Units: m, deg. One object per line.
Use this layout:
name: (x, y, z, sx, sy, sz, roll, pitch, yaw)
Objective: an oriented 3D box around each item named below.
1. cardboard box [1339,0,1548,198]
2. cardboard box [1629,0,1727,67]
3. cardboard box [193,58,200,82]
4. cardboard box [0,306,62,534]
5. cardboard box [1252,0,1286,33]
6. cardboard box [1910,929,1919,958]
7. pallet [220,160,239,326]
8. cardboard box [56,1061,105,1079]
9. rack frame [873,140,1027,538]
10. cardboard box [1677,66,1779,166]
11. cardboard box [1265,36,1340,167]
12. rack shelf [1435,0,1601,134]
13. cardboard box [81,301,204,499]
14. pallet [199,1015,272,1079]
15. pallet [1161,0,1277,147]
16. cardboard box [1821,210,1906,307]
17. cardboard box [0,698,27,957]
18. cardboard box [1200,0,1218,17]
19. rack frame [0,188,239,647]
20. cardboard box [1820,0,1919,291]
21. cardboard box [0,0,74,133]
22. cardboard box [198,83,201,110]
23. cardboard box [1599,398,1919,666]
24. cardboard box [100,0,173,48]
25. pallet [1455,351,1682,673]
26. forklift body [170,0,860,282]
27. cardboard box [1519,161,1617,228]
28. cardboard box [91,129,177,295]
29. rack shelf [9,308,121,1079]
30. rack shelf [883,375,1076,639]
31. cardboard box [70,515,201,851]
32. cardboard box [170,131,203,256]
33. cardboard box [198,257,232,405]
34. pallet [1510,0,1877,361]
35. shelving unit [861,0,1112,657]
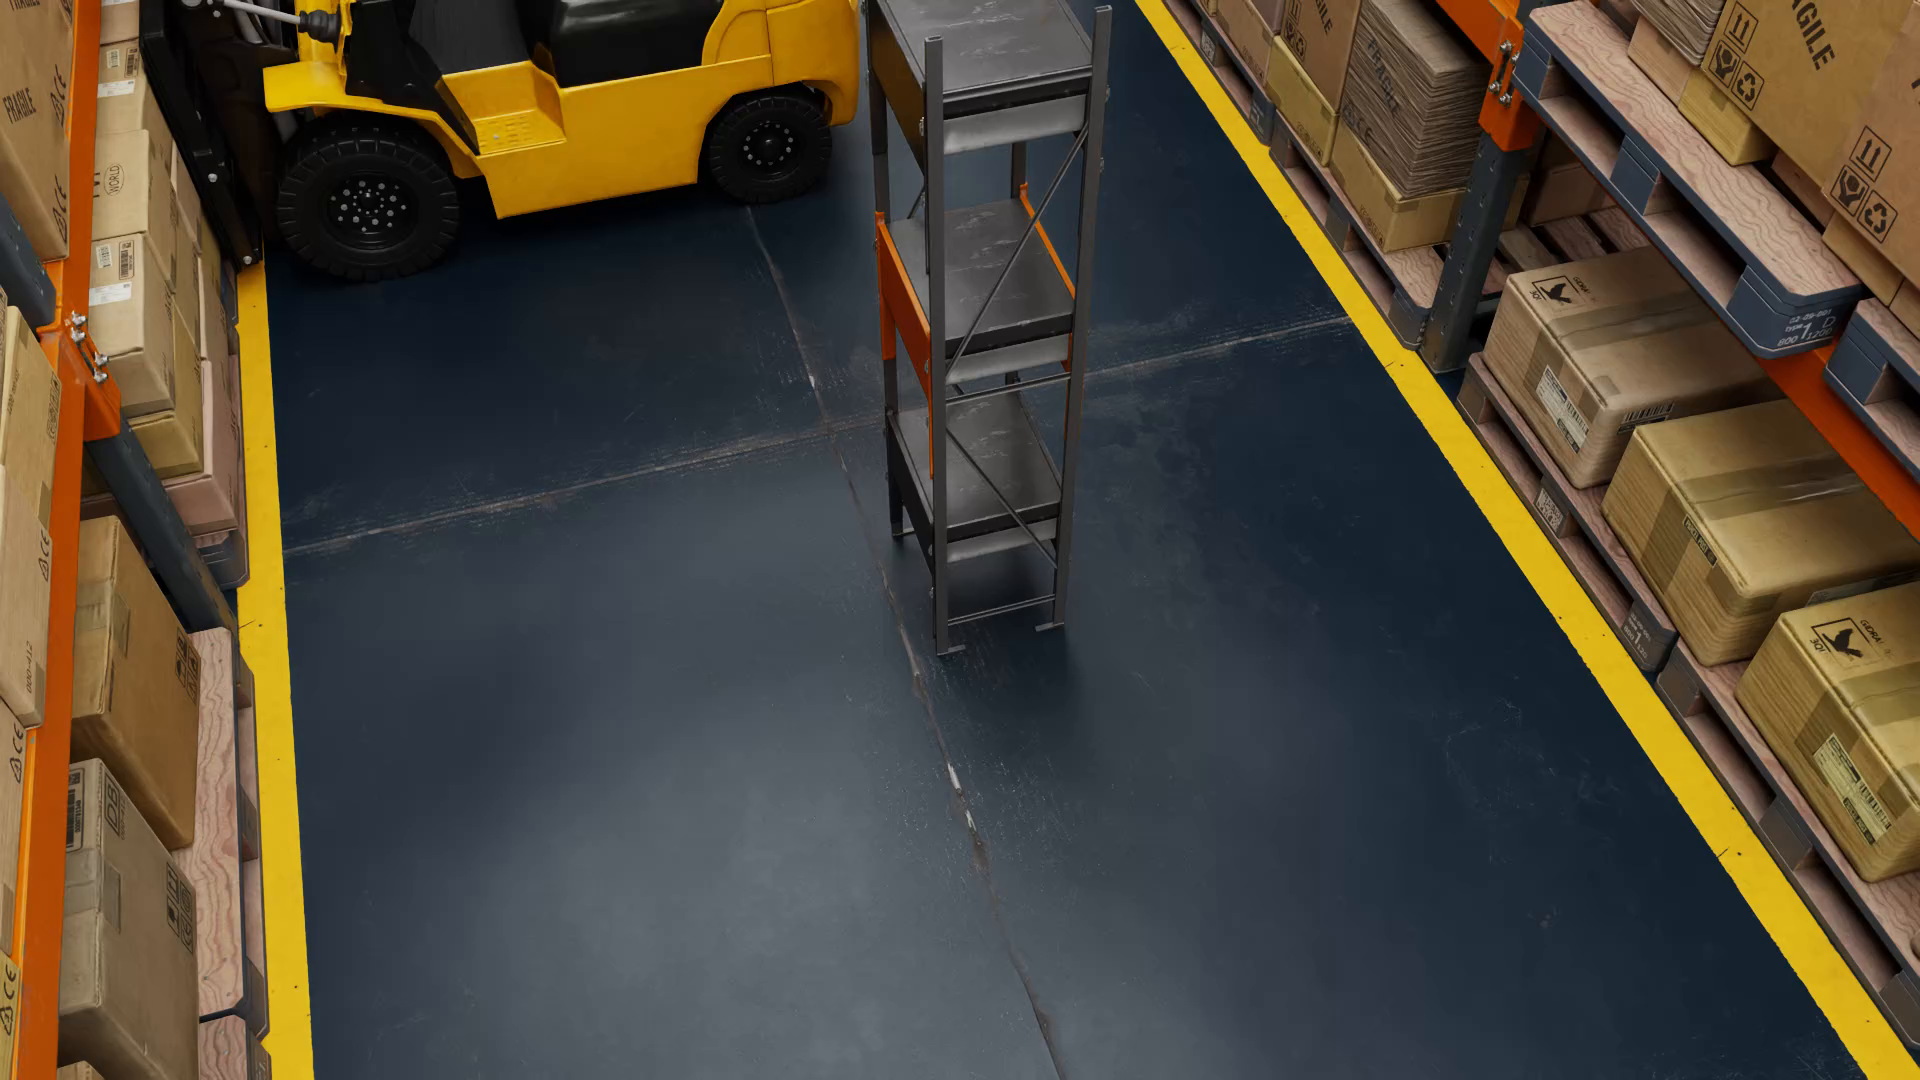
cardboard box: (1.660, -1.550, 5.628, 0.500, 0.500, 0.500, -14, 51, -11)
cardboard box: (1.957, -1.544, 4.055, 0.500, 0.500, 0.500, -12, 51, -10)
cardboard box: (-3.078, -1.868, 6.060, 0.500, 0.250, 0.500, -14, 51, -12)
cardboard box: (-2.250, -0.205, 3.559, 0.500, 0.250, 0.500, -12, 51, -10)
cardboard box: (1.356, -2.293, 6.255, 0.500, 0.500, 0.500, -11, 51, -9)
cardboard box: (2.891, 0.994, 3.894, 0.950, 0.372, 0.625, -14, 51, -12)
pallet: (-3.208, -1.147, 6.078, 1.003, 0.211, 1.213, -13, 51, -11)
cardboard box: (-2.037, 1.563, 3.249, 0.875, 0.625, 0.625, -15, 52, -12)
rack frame: (-0.023, -0.734, 4.496, 0.400, 2.100, 0.015, -13, 51, -11)
cardboard box: (2.019, -1.082, 4.090, 0.380, 0.149, 0.250, -12, 51, -10)
cardboard box: (1.493, -1.694, 6.240, 0.500, 0.250, 0.500, -15, 51, -12)
rack shelf: (1.500, -2.916, 6.217, 1.077, 0.370, 4.000, -13, 51, -11)
cardboard box: (-2.497, -0.396, 4.818, 0.500, 0.250, 0.500, -14, 51, -11)
pallet: (-2.029, 1.758, 3.630, 1.003, 0.211, 1.213, -13, 51, -11)
pallet: (1.495, -2.164, 6.936, 1.003, 0.211, 1.213, -13, 51, -11)
cardboard box: (2.212, -0.695, 3.764, 0.380, 0.149, 0.250, -13, 51, -10)
cardboard box: (-1.978, 0.530, 2.939, 0.500, 0.250, 0.500, -13, 51, -11)
cardboard box: (1.200, -2.436, 6.866, 0.500, 0.250, 0.500, -10, 51, -9)
rack frame: (-2.649, -0.562, 3.762, 1.000, 3.000, 0.127, -13, 51, -11)
cardboard box: (2.238, -0.814, 3.439, 0.500, 0.500, 0.500, -14, 51, -11)
cardboard box: (-2.700, -1.354, 4.365, 0.500, 0.500, 0.500, -13, 51, -10)
cardboard box: (-2.939, -1.354, 5.953, 0.500, 0.250, 0.500, -12, 51, -10)
cardboard box: (2.465, -0.069, 4.790, 0.950, 0.372, 0.625, -10, 51, -9)
cardboard box: (-2.940, -1.680, 5.574, 0.500, 0.250, 0.500, -14, 51, -12)
pallet: (2.323, -0.220, 5.298, 1.003, 0.211, 1.213, -13, 51, -11)
forklift body: (-1.528, -2.238, 5.730, 2.313, 2.155, 1.214, -13, 51, -11)
cardboard box: (2.175, -1.428, 6.016, 0.500, 0.250, 0.500, -15, 52, -13)
cardboard box: (-2.634, -0.934, 4.945, 0.500, 0.250, 0.500, -13, 51, -11)
rack shelf: (-2.057, 1.130, 2.806, 1.077, 0.370, 4.000, -13, 51, -11)
rack shelf: (0.049, -0.096, 4.891, 0.431, 0.518, 0.480, -13, 51, -11)
cardboard box: (-2.484, 0.446, 4.190, 0.875, 0.625, 0.625, -11, 51, -9)
cardboard box: (-2.785, -1.133, 5.440, 0.500, 0.250, 0.500, -14, 51, -11)
cardboard box: (-2.640, -0.607, 5.324, 0.500, 0.250, 0.500, -14, 51, -12)
pallet: (2.179, -1.035, 4.286, 1.003, 0.211, 1.213, -13, 51, -11)
shelving unit: (0.049, -0.556, 4.345, 0.431, 2.100, 0.503, -13, 51, -11)
